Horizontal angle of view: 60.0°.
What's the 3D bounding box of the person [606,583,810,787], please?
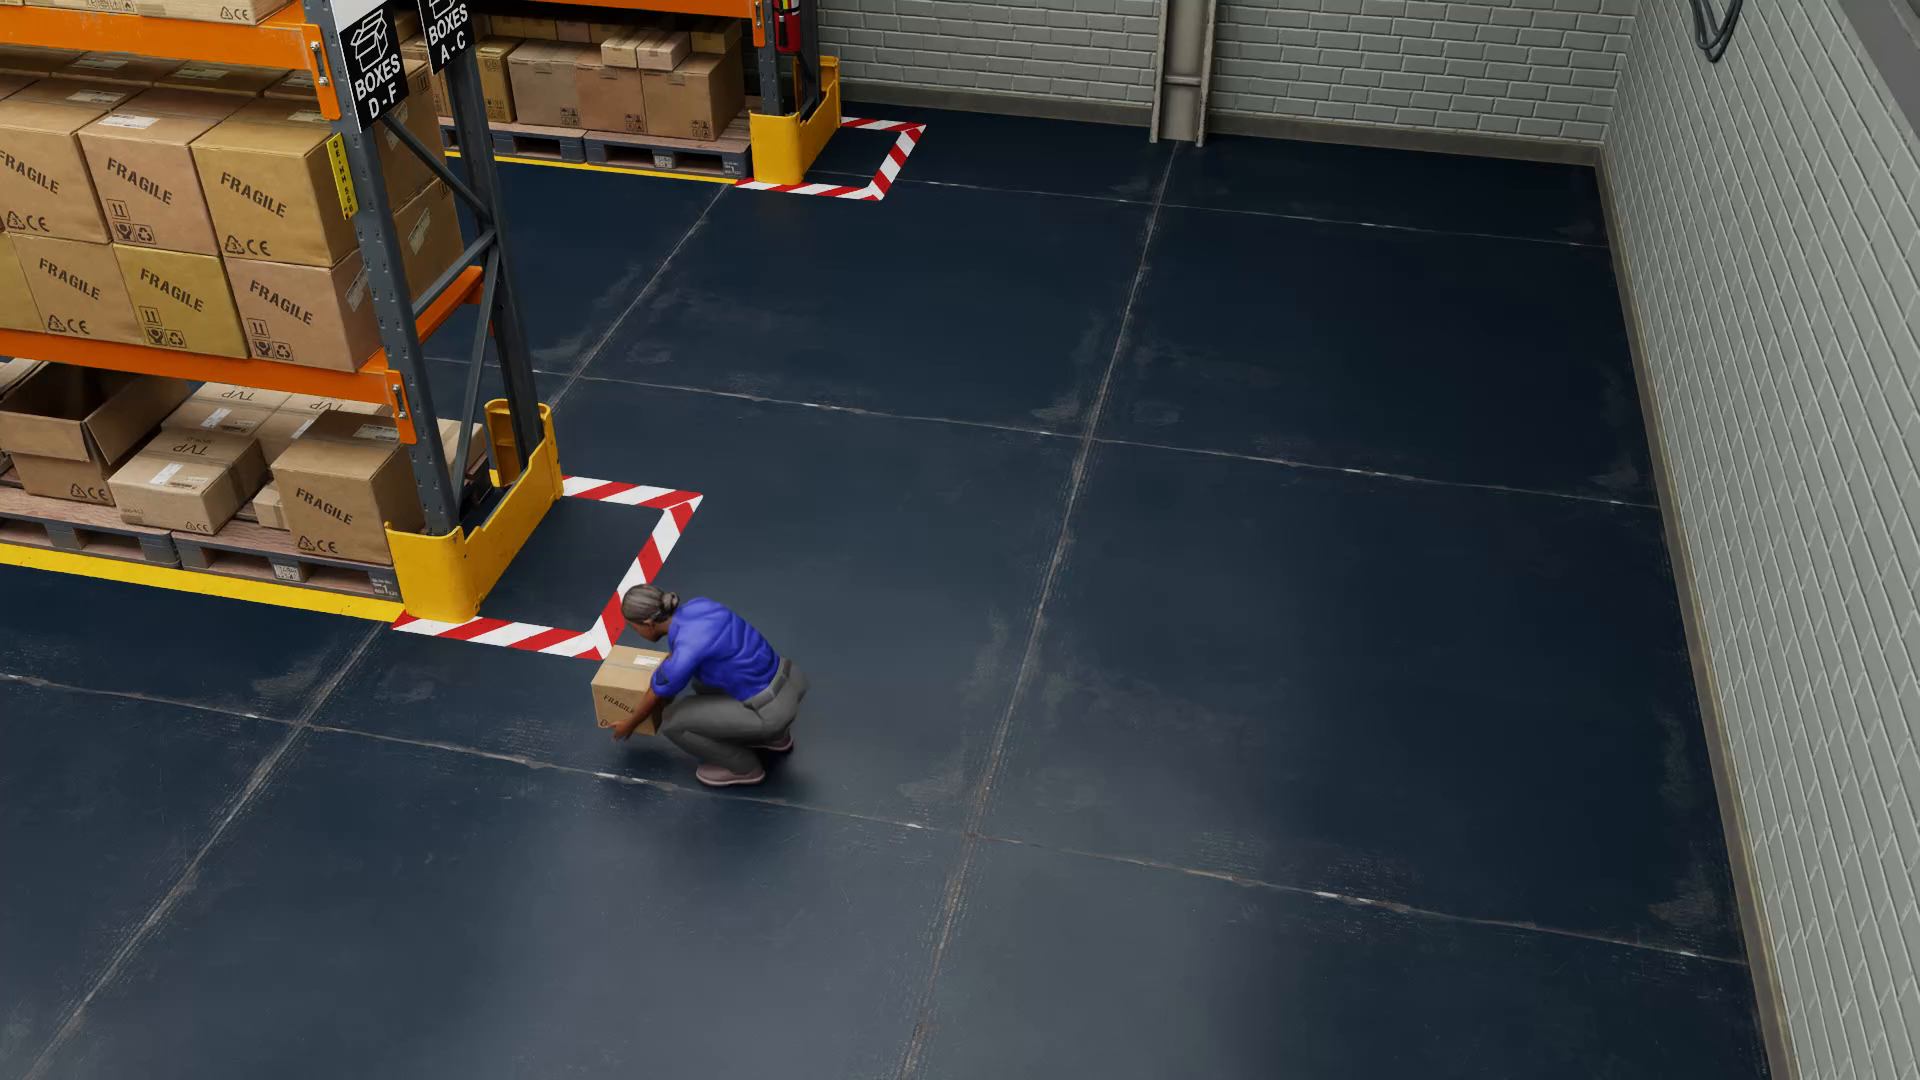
[{"bbox_3d":[-1.044,0.560,6.835,0.827,0.938,0.469,7,37,9],"label":"person"}]
